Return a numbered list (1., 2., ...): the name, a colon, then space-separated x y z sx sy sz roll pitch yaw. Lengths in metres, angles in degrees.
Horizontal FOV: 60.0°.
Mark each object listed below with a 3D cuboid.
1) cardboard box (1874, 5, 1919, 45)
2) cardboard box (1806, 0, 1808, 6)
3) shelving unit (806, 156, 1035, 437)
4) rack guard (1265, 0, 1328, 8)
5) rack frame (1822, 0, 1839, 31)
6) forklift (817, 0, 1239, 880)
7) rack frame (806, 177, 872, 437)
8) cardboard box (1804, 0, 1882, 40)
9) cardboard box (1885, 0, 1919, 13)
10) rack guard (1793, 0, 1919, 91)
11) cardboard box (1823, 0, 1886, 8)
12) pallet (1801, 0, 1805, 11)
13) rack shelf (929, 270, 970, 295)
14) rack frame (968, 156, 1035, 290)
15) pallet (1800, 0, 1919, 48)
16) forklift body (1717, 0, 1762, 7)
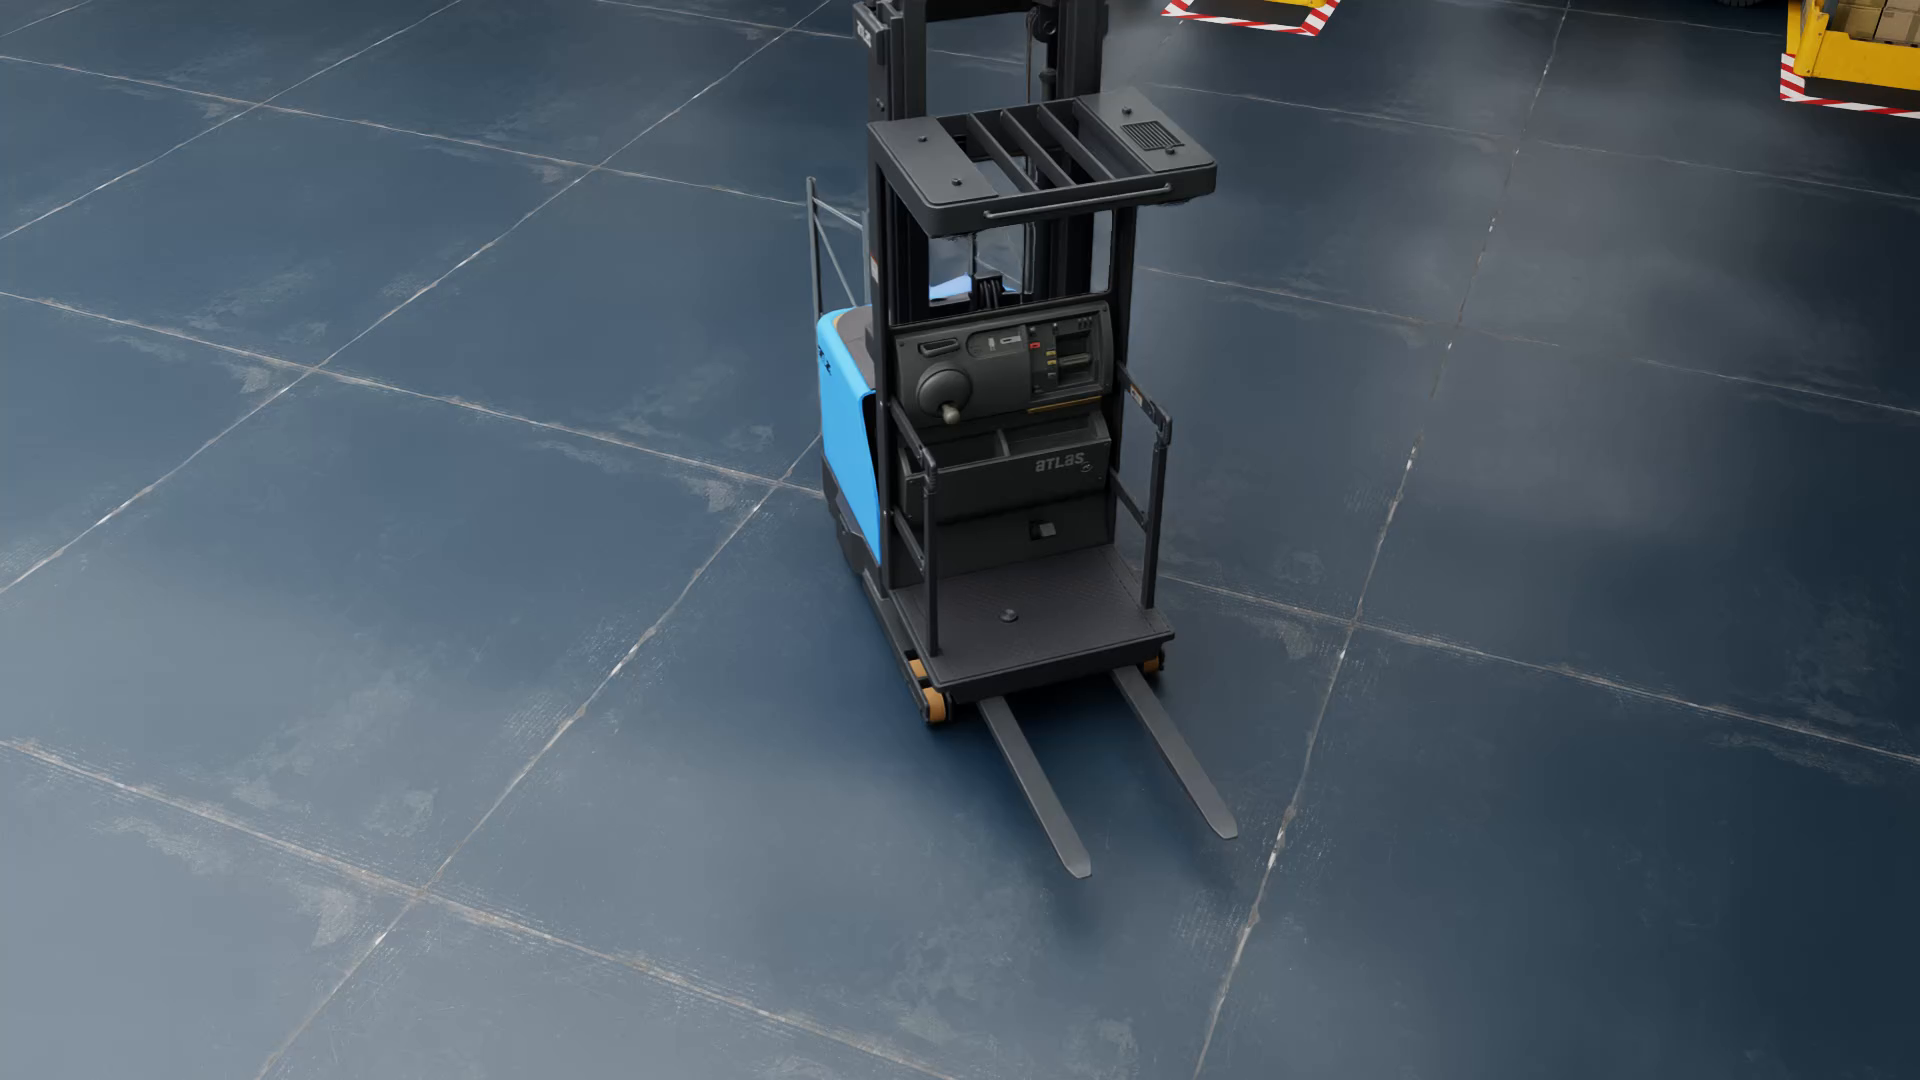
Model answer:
1. cardboard box: 7.592 -4.161 13.257 0.500 0.250 0.500 14 39 18
2. cardboard box: 7.309 -4.539 13.763 0.500 0.250 0.500 14 39 18
3. shelving unit: -0.185 -1.243 8.660 1.048 1.500 0.538 -26 44 -30
4. rack guard: 2.662 -5.036 14.570 1.175 0.500 0.348 14 39 18
5. rack frame: 7.225 -4.867 12.256 1.000 3.000 0.127 14 39 18
6. forklift: 0.263 -0.655 6.678 1.130 2.935 3.031 -12 38 -15
7. rack frame: -0.581 -1.052 8.404 0.032 1.500 0.500 -26 44 -30
8. cardboard box: 7.111 -4.266 13.397 0.500 0.250 0.500 14 39 18
9. cardboard box: 7.595 -4.347 13.088 0.500 0.250 0.500 15 39 19
10. rack guard: 7.215 -3.852 12.986 1.175 0.500 0.348 14 39 18
11. cardboard box: 7.121 -4.475 13.259 0.500 0.250 0.500 13 39 17
12. pallet: 7.942 -4.856 14.570 1.003 0.211 1.213 14 39 18
13. rack shelf: -0.185 -1.099 8.768 1.000 0.185 0.538 -26 44 -30
14. rack frame: 0.210 -1.434 8.916 0.032 1.500 0.500 -26 44 -30
15. pallet: 7.477 -4.183 13.670 1.003 0.211 1.213 14 39 18
16. forklift body: 6.259 -5.992 14.470 2.313 2.155 1.214 14 39 18
